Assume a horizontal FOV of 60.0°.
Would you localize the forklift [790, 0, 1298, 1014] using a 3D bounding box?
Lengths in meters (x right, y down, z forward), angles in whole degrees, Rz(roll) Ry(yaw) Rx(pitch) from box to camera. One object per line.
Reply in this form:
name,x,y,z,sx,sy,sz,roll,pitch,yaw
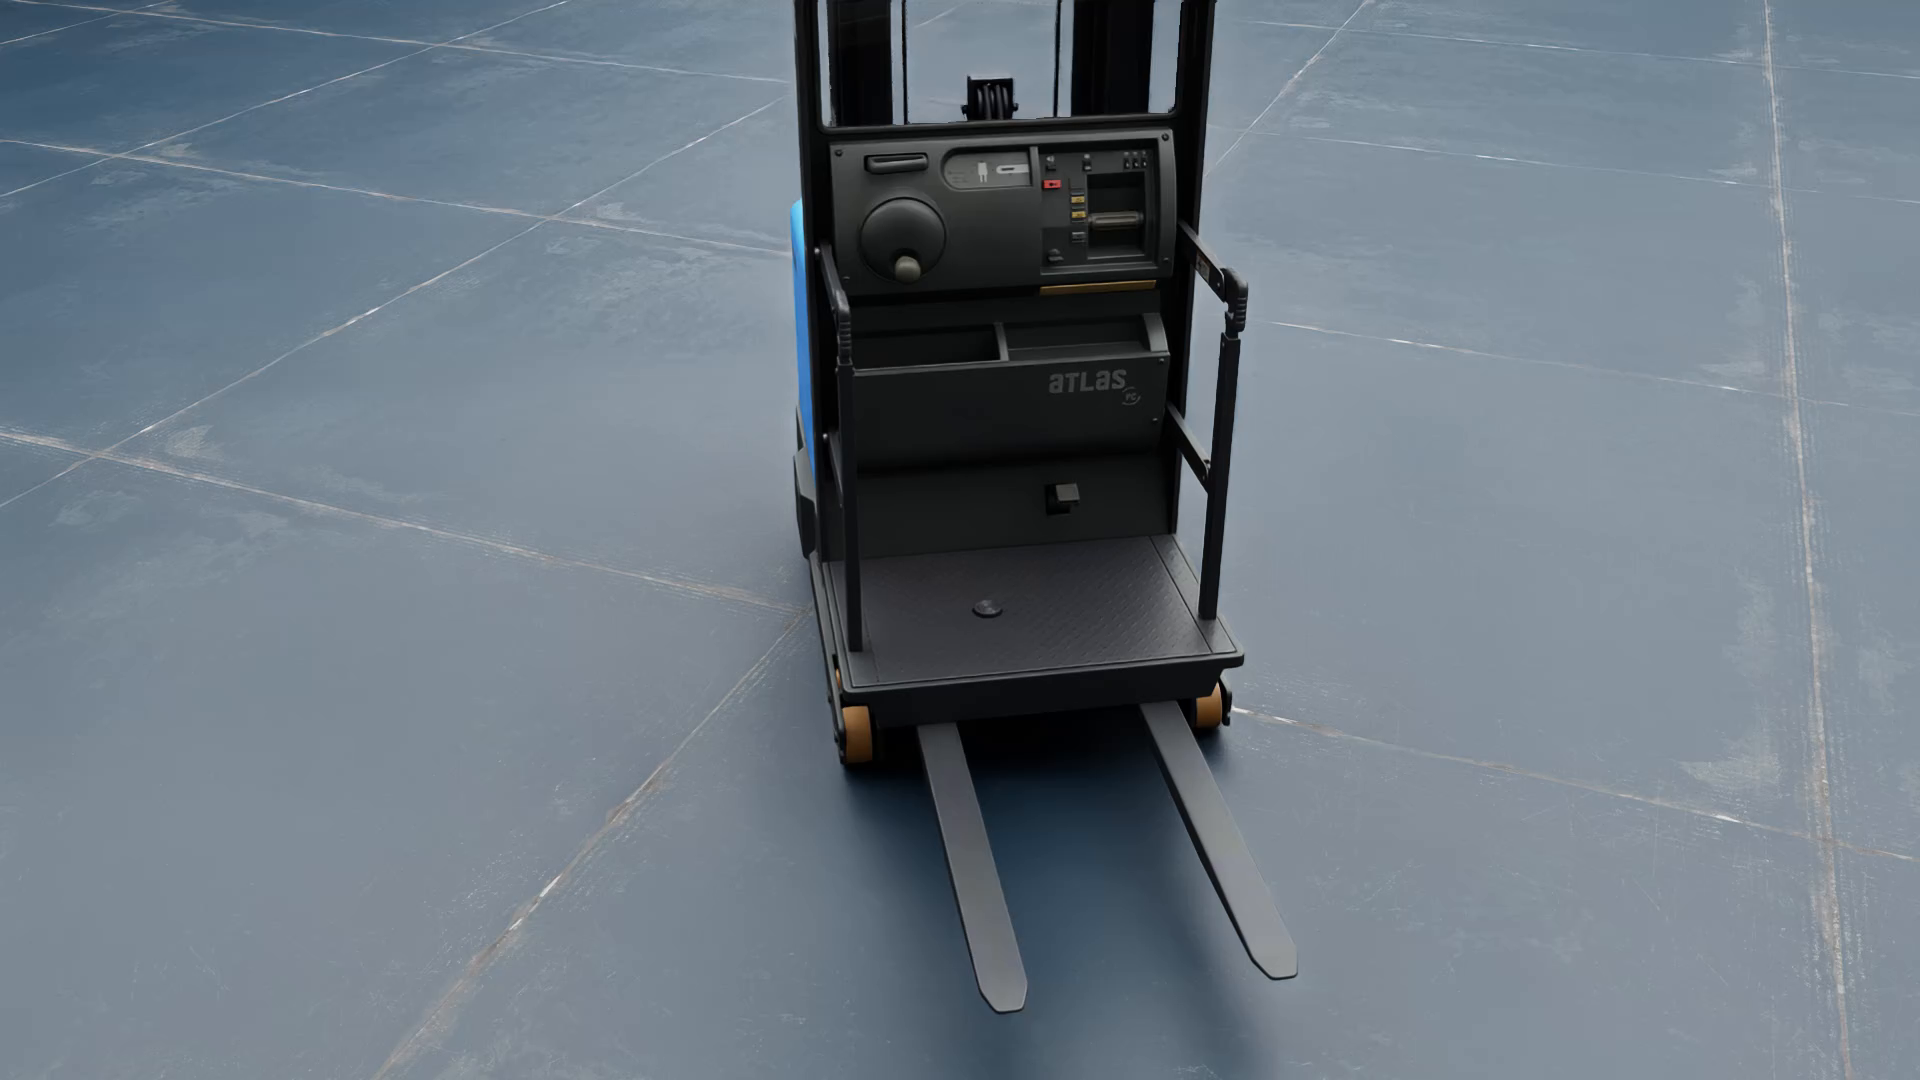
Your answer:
forklift,0.159,-0.841,4.260,1.130,2.935,3.031,-5,30,-8
